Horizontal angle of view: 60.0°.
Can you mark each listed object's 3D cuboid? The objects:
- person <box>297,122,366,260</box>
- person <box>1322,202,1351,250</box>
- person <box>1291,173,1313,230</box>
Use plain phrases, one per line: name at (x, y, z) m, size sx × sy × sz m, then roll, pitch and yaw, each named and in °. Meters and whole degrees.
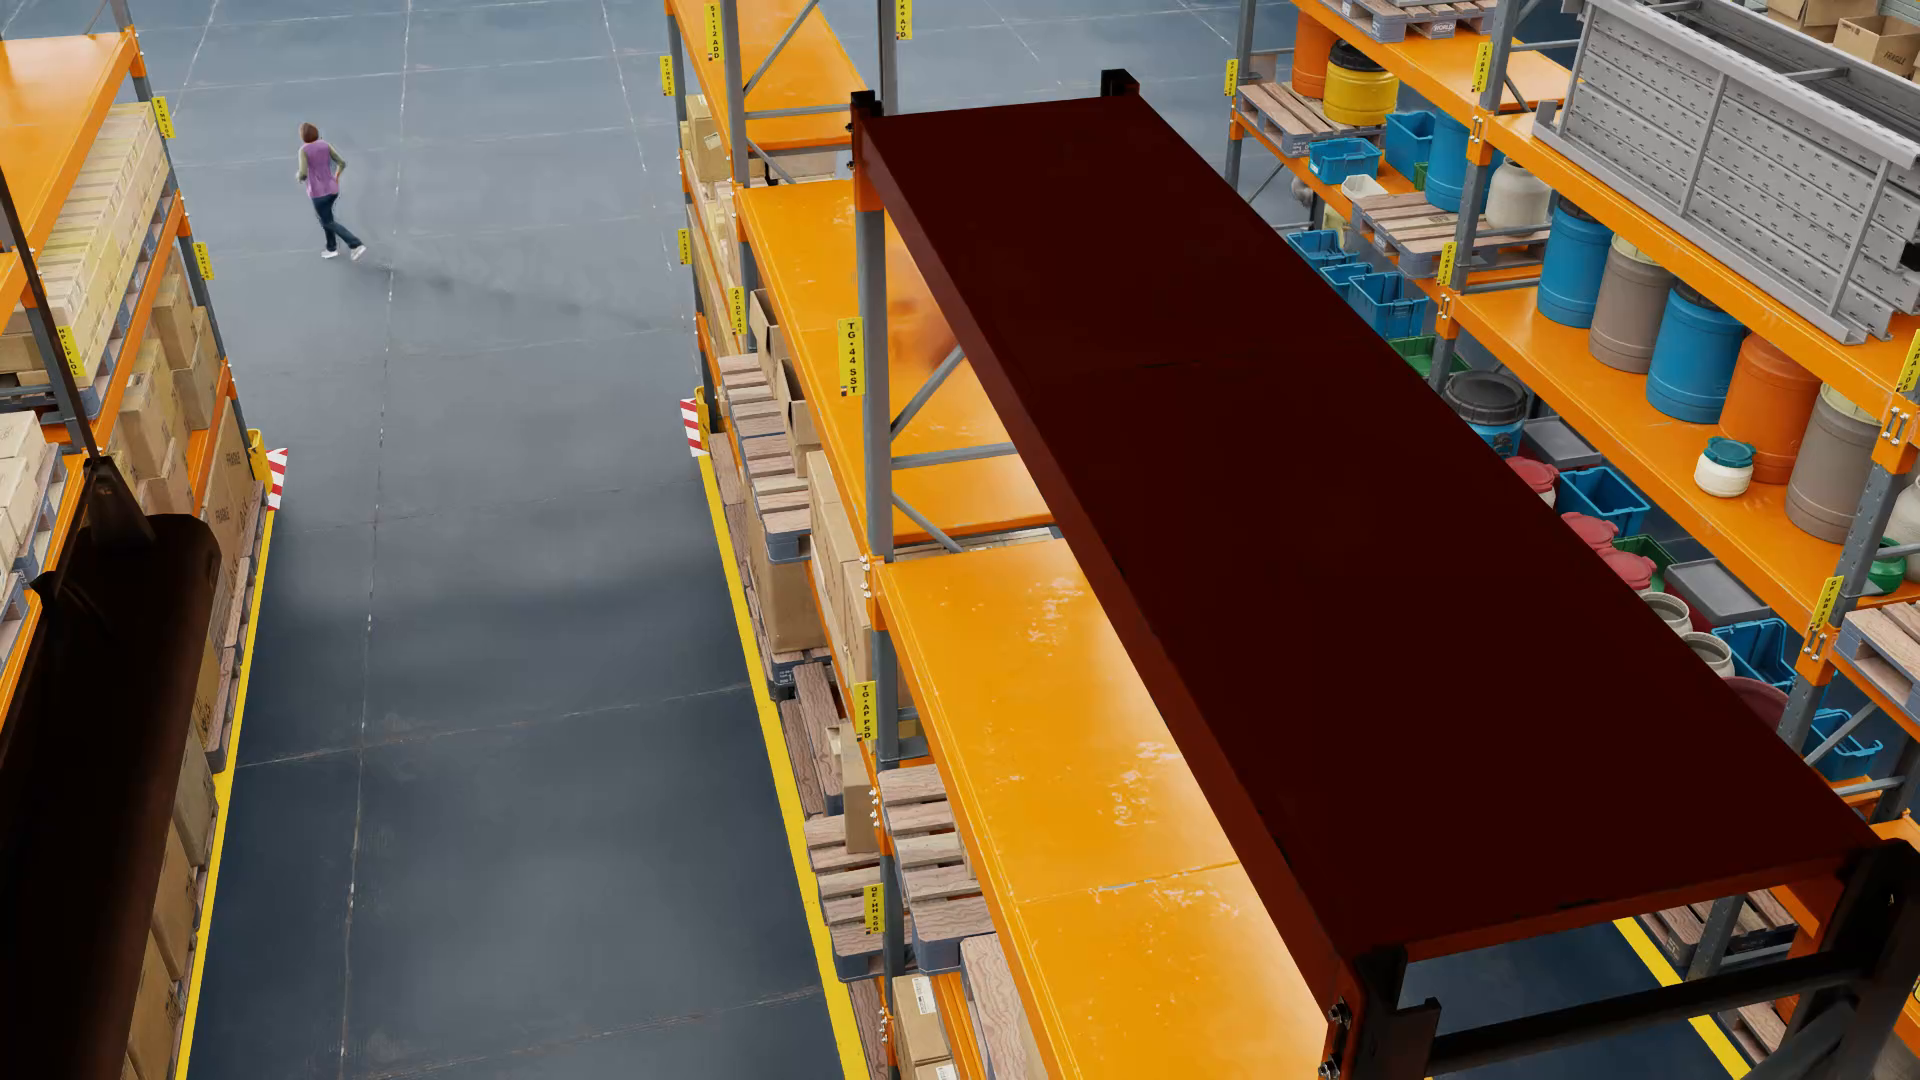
person at (-6.894, -3.750, 18.150) m, size 0.775 × 1.612 × 0.536 m, roll 17°, pitch 38°, yaw 23°
person at (3.742, -2.949, 16.925) m, size 0.931 × 1.659 × 0.594 m, roll 29°, pitch 44°, yaw 35°
person at (4.089, -4.329, 18.886) m, size 0.571 × 1.740 × 0.717 m, roll 10°, pitch 36°, yaw 14°
